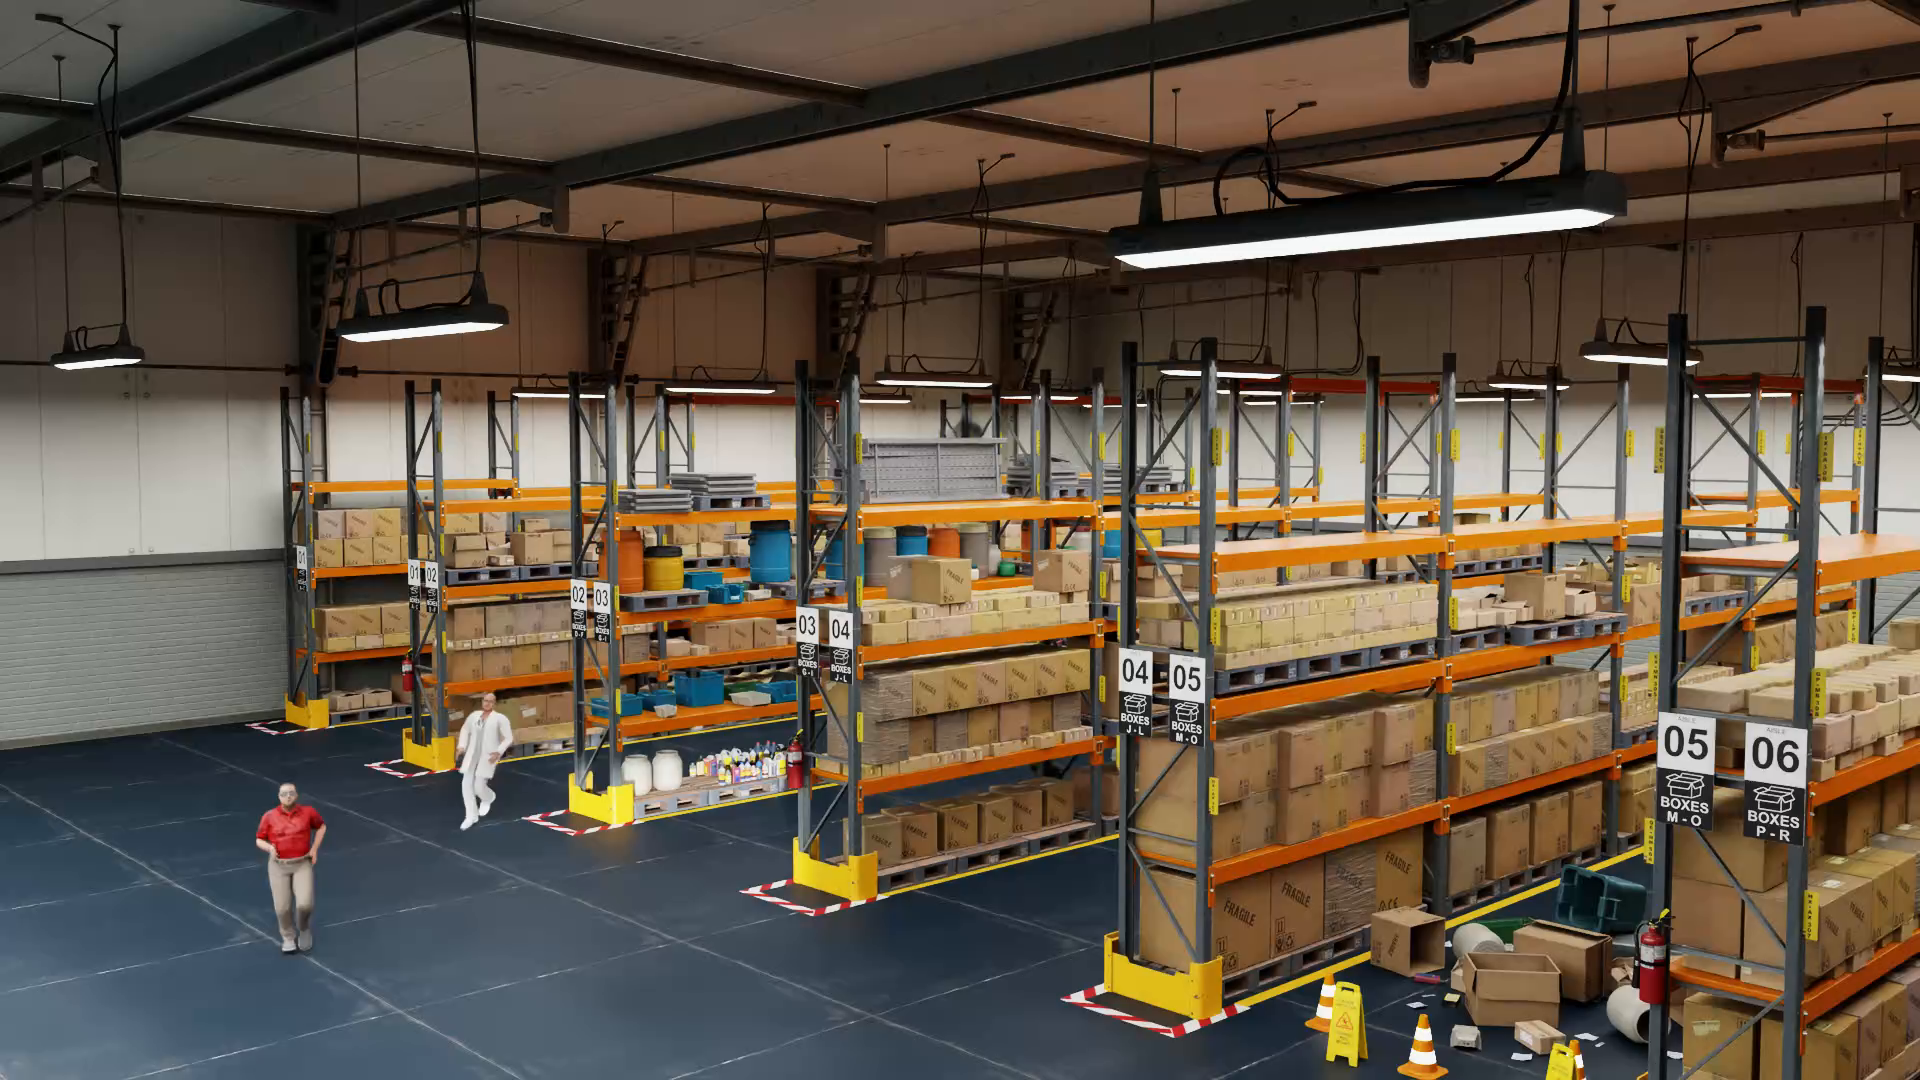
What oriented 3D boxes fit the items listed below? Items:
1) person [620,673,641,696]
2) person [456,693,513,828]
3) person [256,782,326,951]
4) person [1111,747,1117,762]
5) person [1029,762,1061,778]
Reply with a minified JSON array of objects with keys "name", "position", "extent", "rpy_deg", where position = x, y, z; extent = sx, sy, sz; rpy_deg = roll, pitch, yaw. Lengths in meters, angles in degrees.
[{"name":"person","position":[-6.020,2.420,30.245],"extent":[0.537,1.698,0.827],"rpy_deg":[3,5,37]},{"name":"person","position":[-6.321,2.907,22.042],"extent":[0.770,1.737,0.688],"rpy_deg":[1,4,12]},{"name":"person","position":[-6.613,3.266,16.458],"extent":[0.648,1.705,0.621],"rpy_deg":[-1,4,-21]},{"name":"person","position":[2.395,2.707,25.077],"extent":[0.604,1.653,0.894],"rpy_deg":[3,5,39]},{"name":"person","position":[1.212,2.791,23.445],"extent":[0.718,1.737,0.833],"rpy_deg":[3,5,38]}]
